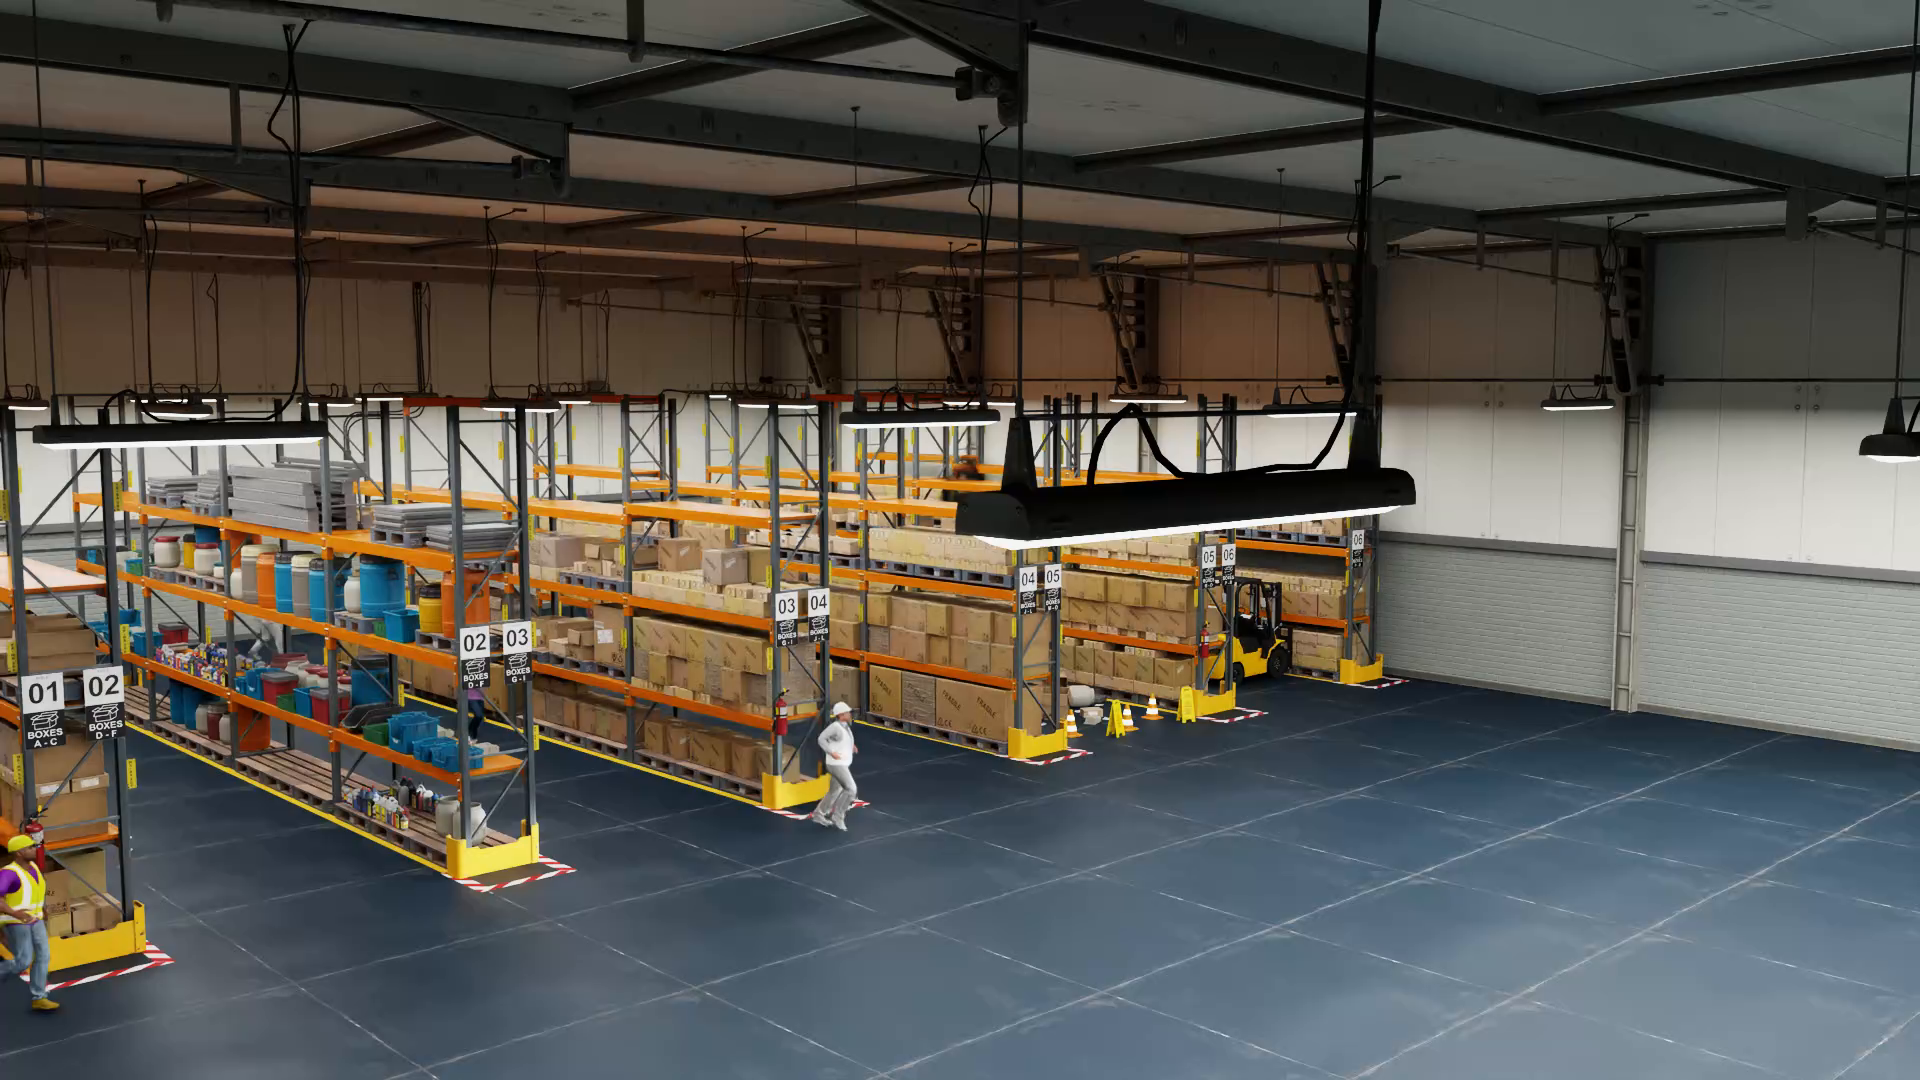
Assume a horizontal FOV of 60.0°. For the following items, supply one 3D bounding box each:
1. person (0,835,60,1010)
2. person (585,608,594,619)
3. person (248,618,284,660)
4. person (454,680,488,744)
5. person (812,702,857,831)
[{"bbox_3d":[-9.473,3.849,16.836,0.852,1.717,0.763,0,6,1],"label":"person"},{"bbox_3d":[-9.125,1.519,41.791,0.747,1.636,0.577,-5,7,-41],"label":"person"},{"bbox_3d":[-15.427,1.836,37.192,0.966,1.786,0.658,-3,6,-26],"label":"person"},{"bbox_3d":[-8.347,2.767,28.641,0.676,1.607,0.510,4,7,35],"label":"person"},{"bbox_3d":[-1.753,3.199,23.556,0.665,1.804,0.647,1,6,8],"label":"person"}]
